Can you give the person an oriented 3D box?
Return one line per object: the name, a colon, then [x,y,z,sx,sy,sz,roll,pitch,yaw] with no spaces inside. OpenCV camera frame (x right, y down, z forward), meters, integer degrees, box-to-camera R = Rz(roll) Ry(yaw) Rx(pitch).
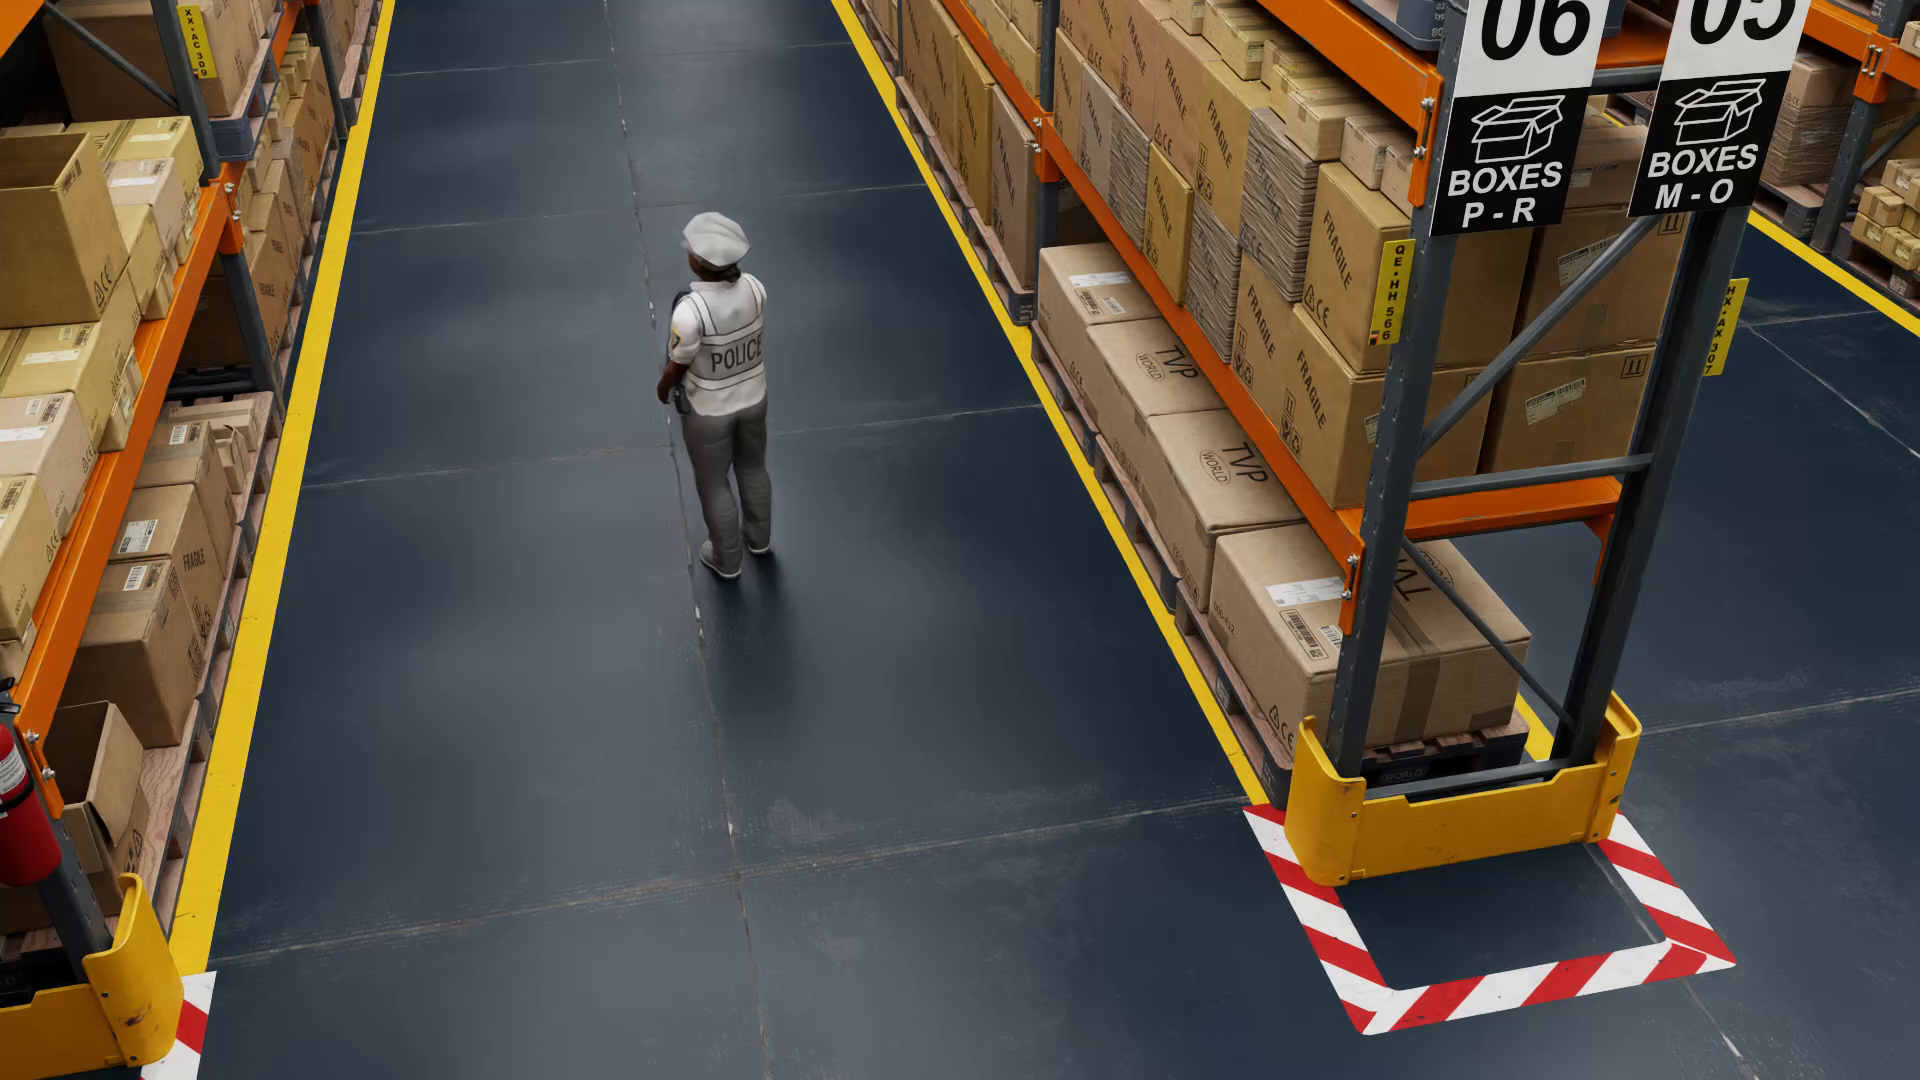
person: [-0.999,-0.598,6.973,0.466,1.705,0.513,29,44,36]
